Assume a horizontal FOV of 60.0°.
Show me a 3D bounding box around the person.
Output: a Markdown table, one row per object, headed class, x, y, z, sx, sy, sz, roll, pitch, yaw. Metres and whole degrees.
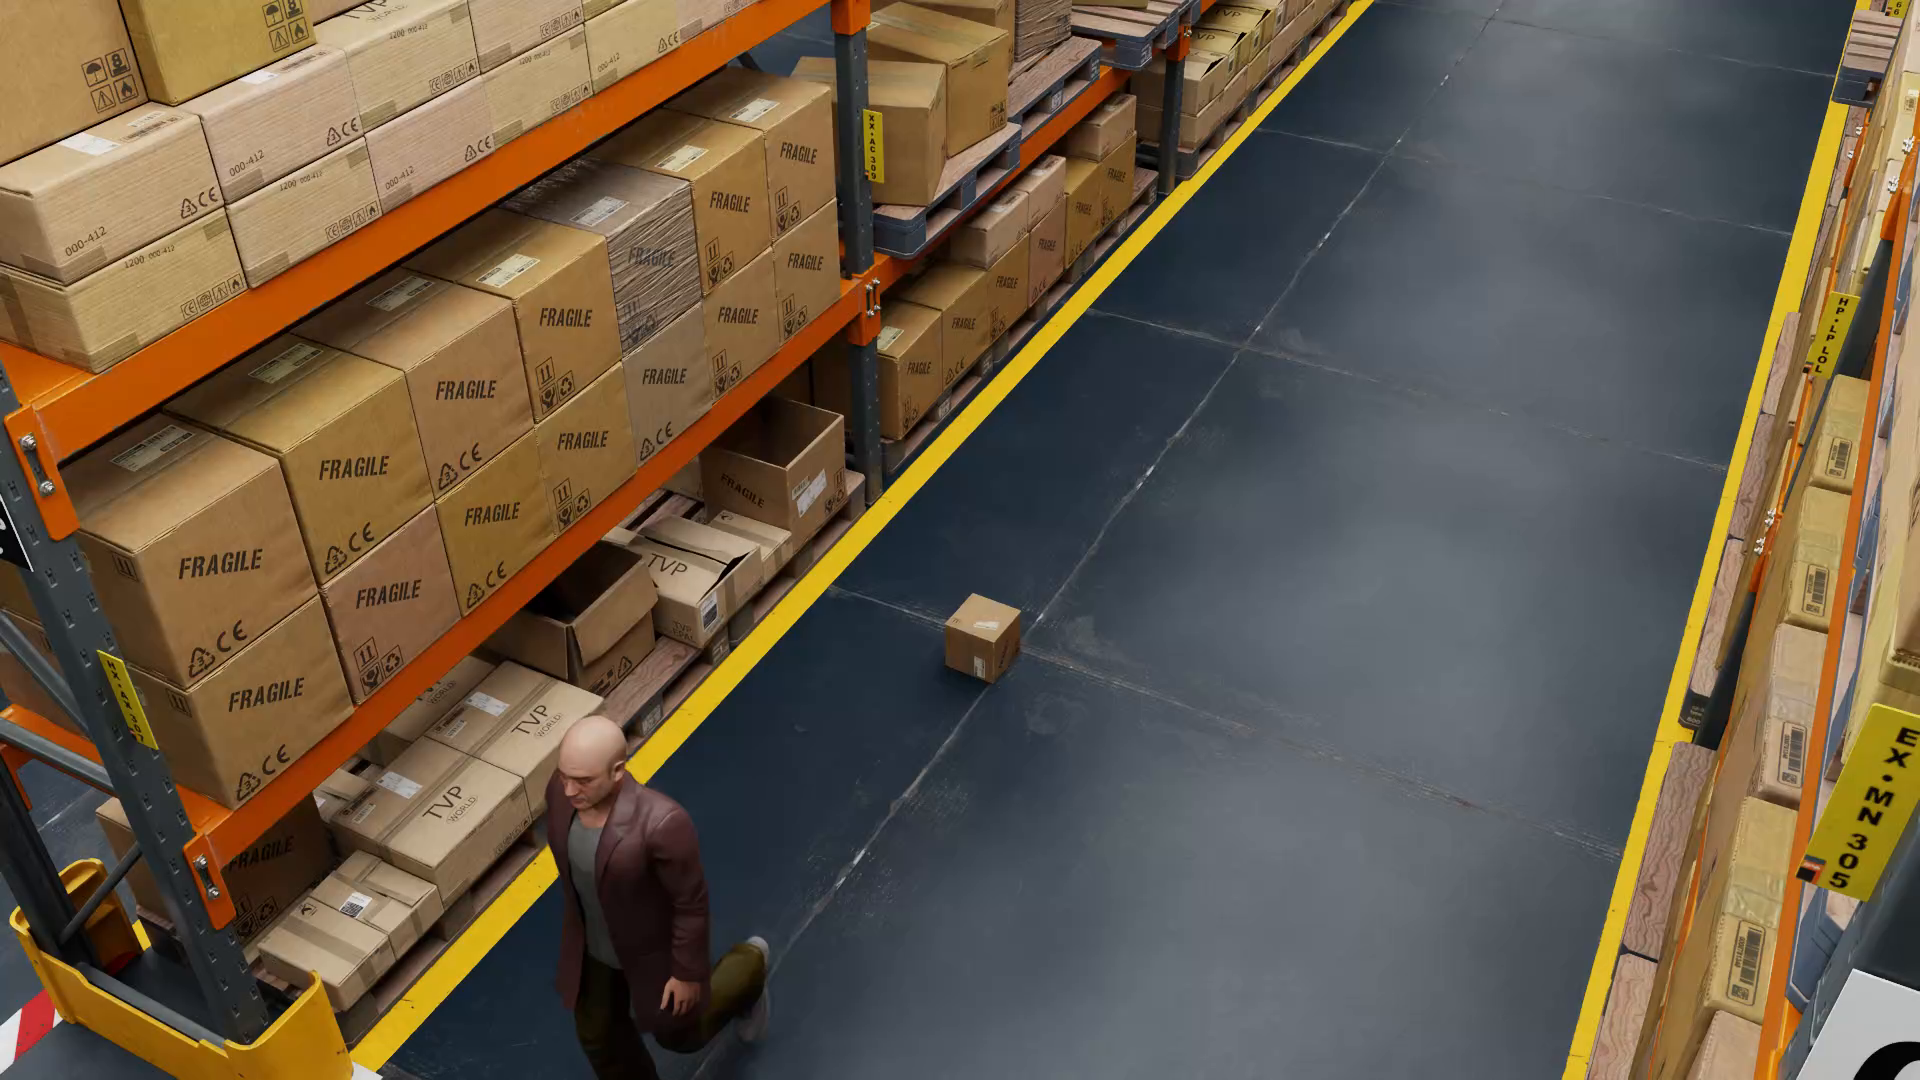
| class | x | y | z | sx | sy | sz | roll | pitch | yaw |
| --- | --- | --- | --- | --- | --- | --- | --- | --- | --- |
| person | -0.972 | 1.187 | 5.181 | 0.588 | 1.758 | 0.791 | 18 | 41 | 22 |
